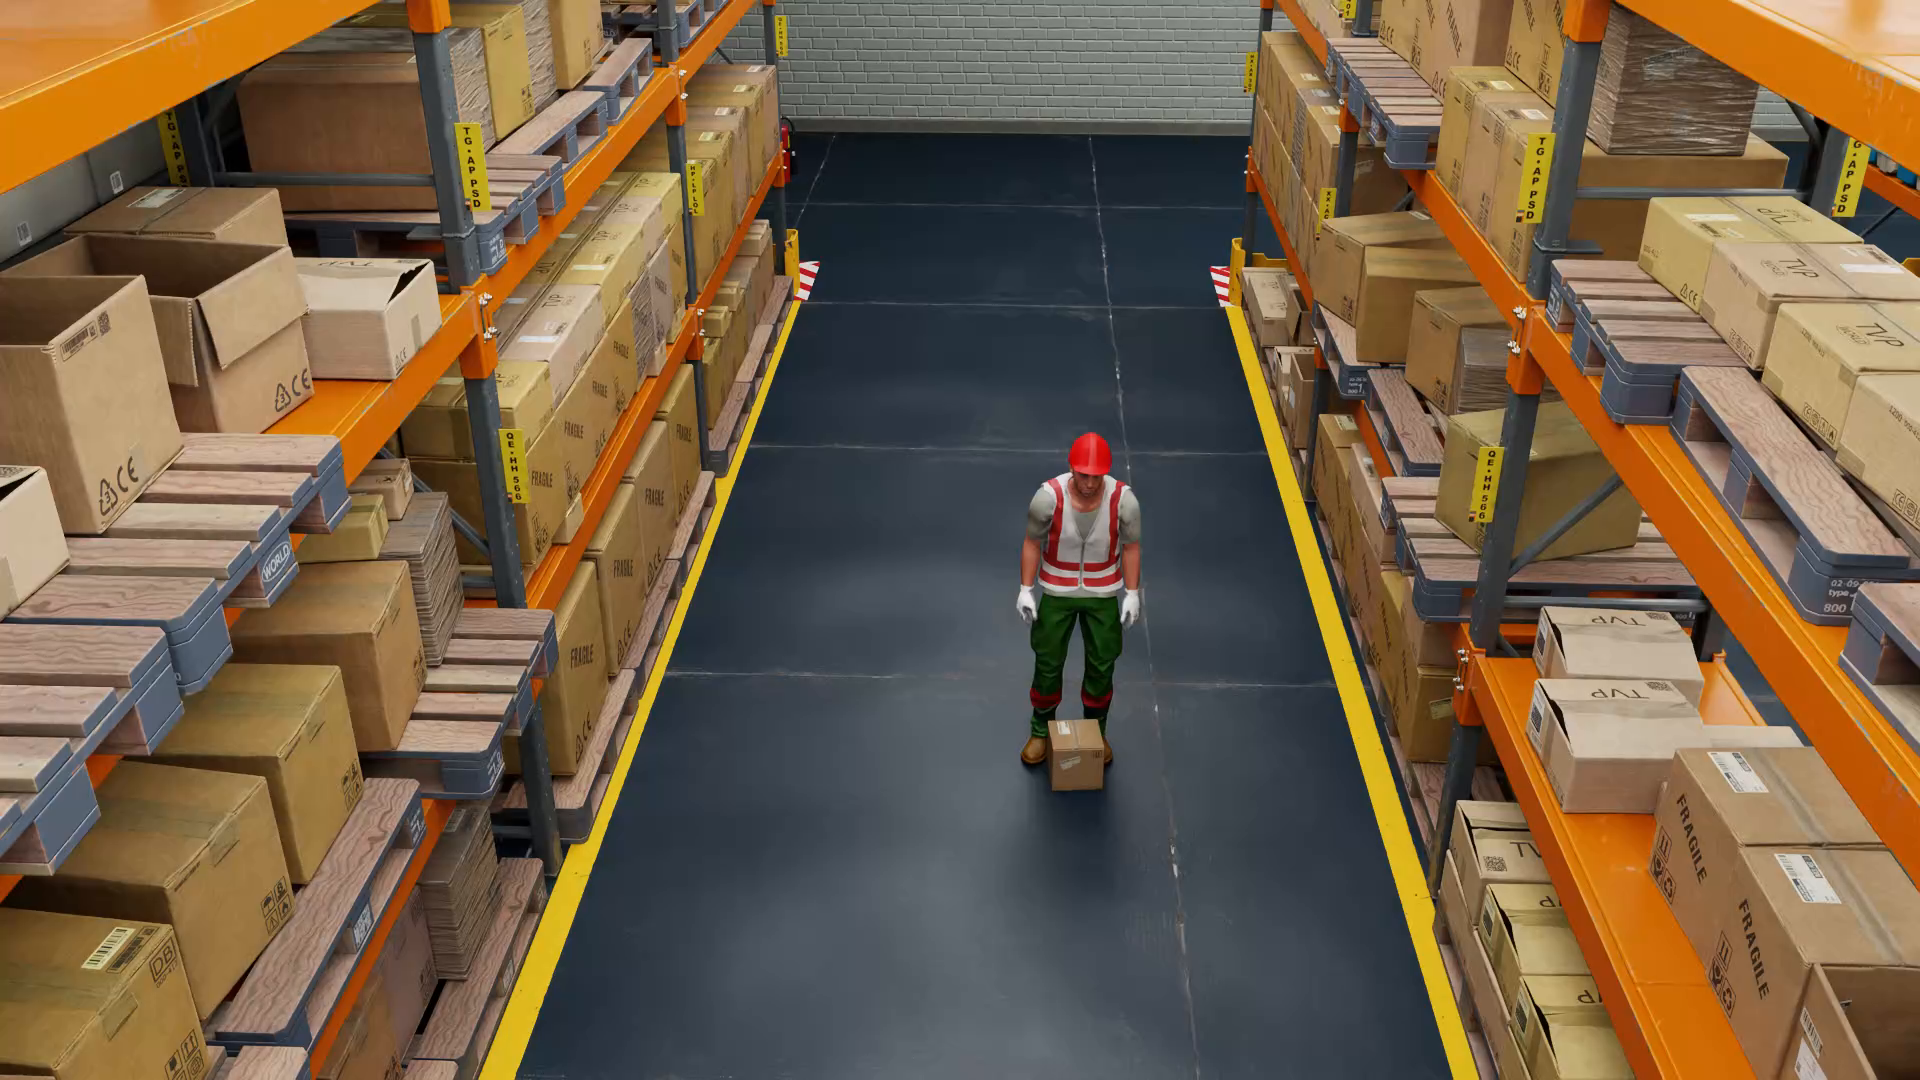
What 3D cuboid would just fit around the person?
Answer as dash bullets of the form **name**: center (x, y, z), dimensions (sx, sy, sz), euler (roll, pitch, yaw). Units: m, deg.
- **person**: center (0.577, 0.279, 8.074), dimensions (0.604, 1.778, 0.453), euler (1, 28, 2)
